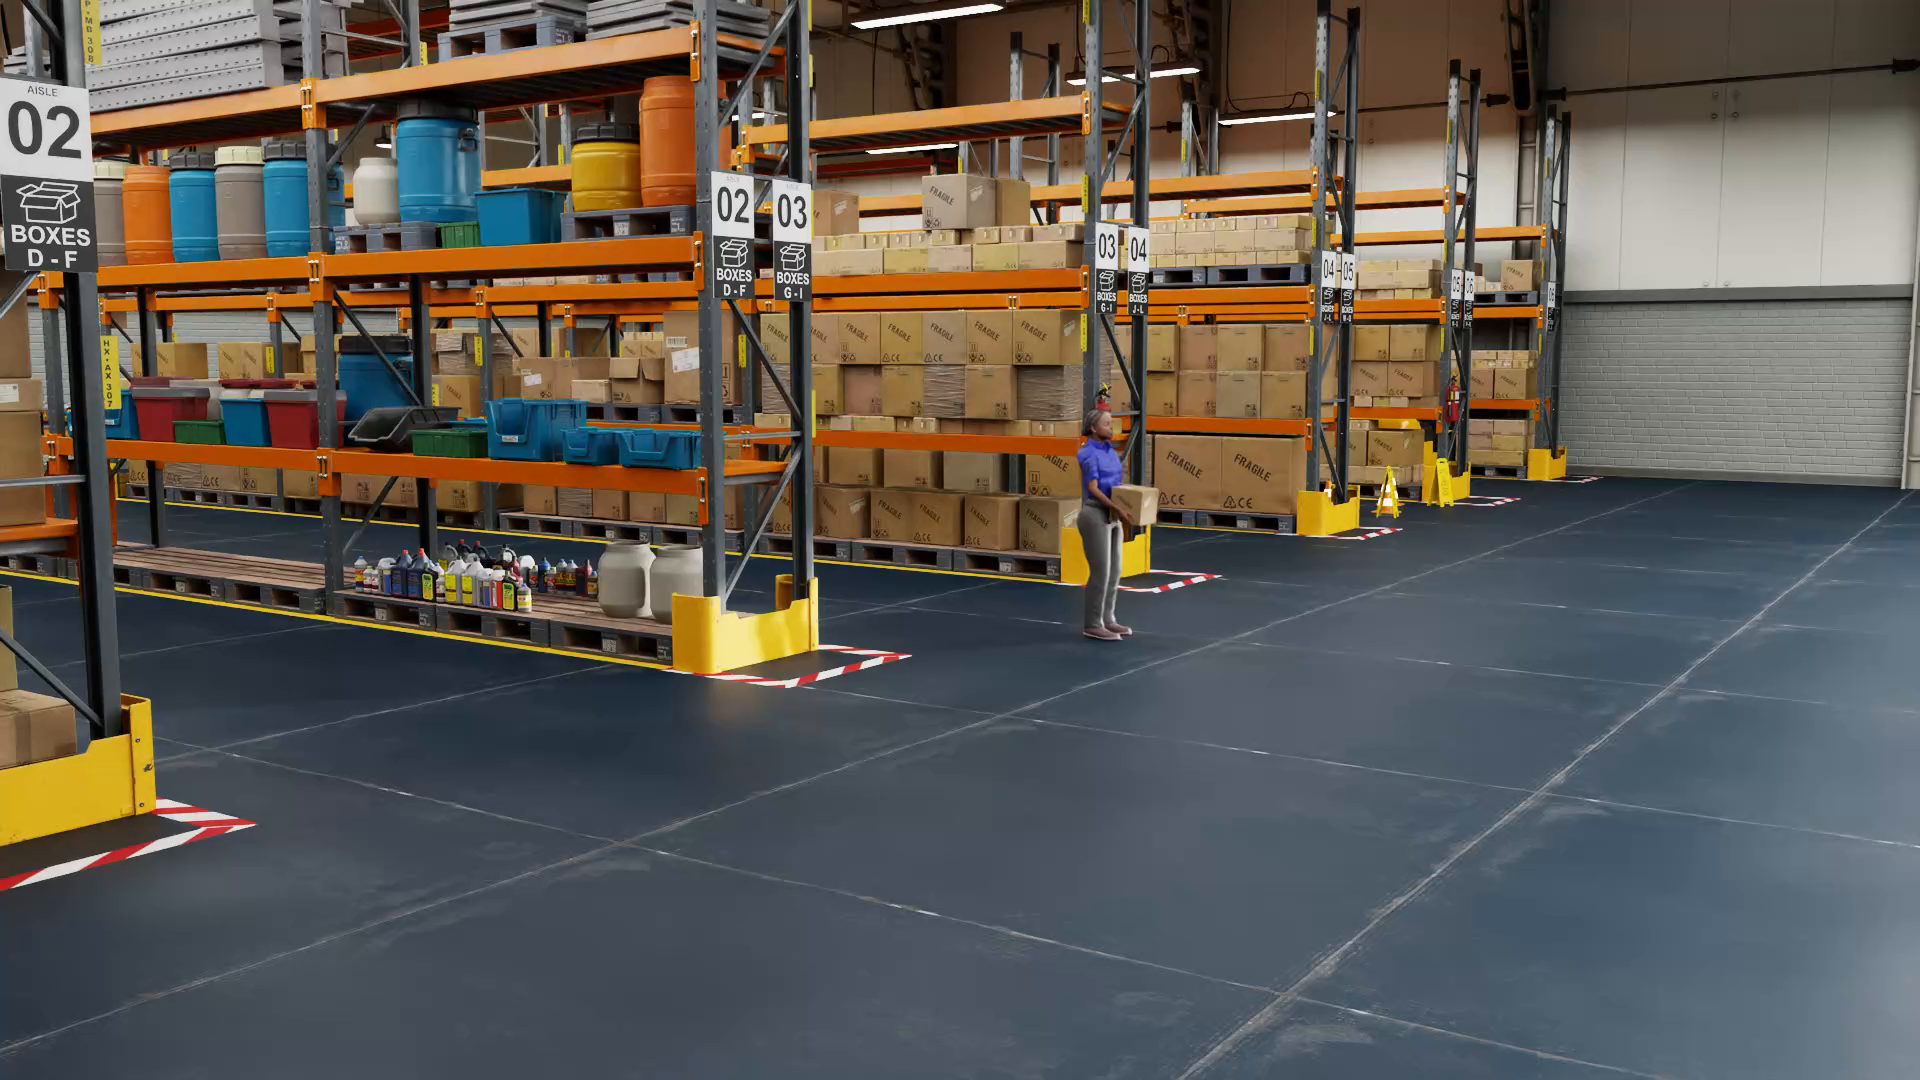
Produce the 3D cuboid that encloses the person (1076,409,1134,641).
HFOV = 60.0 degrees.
[{"bbox_3d":[1.100,-0.115,12.061,0.510,1.653,0.455,4,8,33],"label":"person"}]
